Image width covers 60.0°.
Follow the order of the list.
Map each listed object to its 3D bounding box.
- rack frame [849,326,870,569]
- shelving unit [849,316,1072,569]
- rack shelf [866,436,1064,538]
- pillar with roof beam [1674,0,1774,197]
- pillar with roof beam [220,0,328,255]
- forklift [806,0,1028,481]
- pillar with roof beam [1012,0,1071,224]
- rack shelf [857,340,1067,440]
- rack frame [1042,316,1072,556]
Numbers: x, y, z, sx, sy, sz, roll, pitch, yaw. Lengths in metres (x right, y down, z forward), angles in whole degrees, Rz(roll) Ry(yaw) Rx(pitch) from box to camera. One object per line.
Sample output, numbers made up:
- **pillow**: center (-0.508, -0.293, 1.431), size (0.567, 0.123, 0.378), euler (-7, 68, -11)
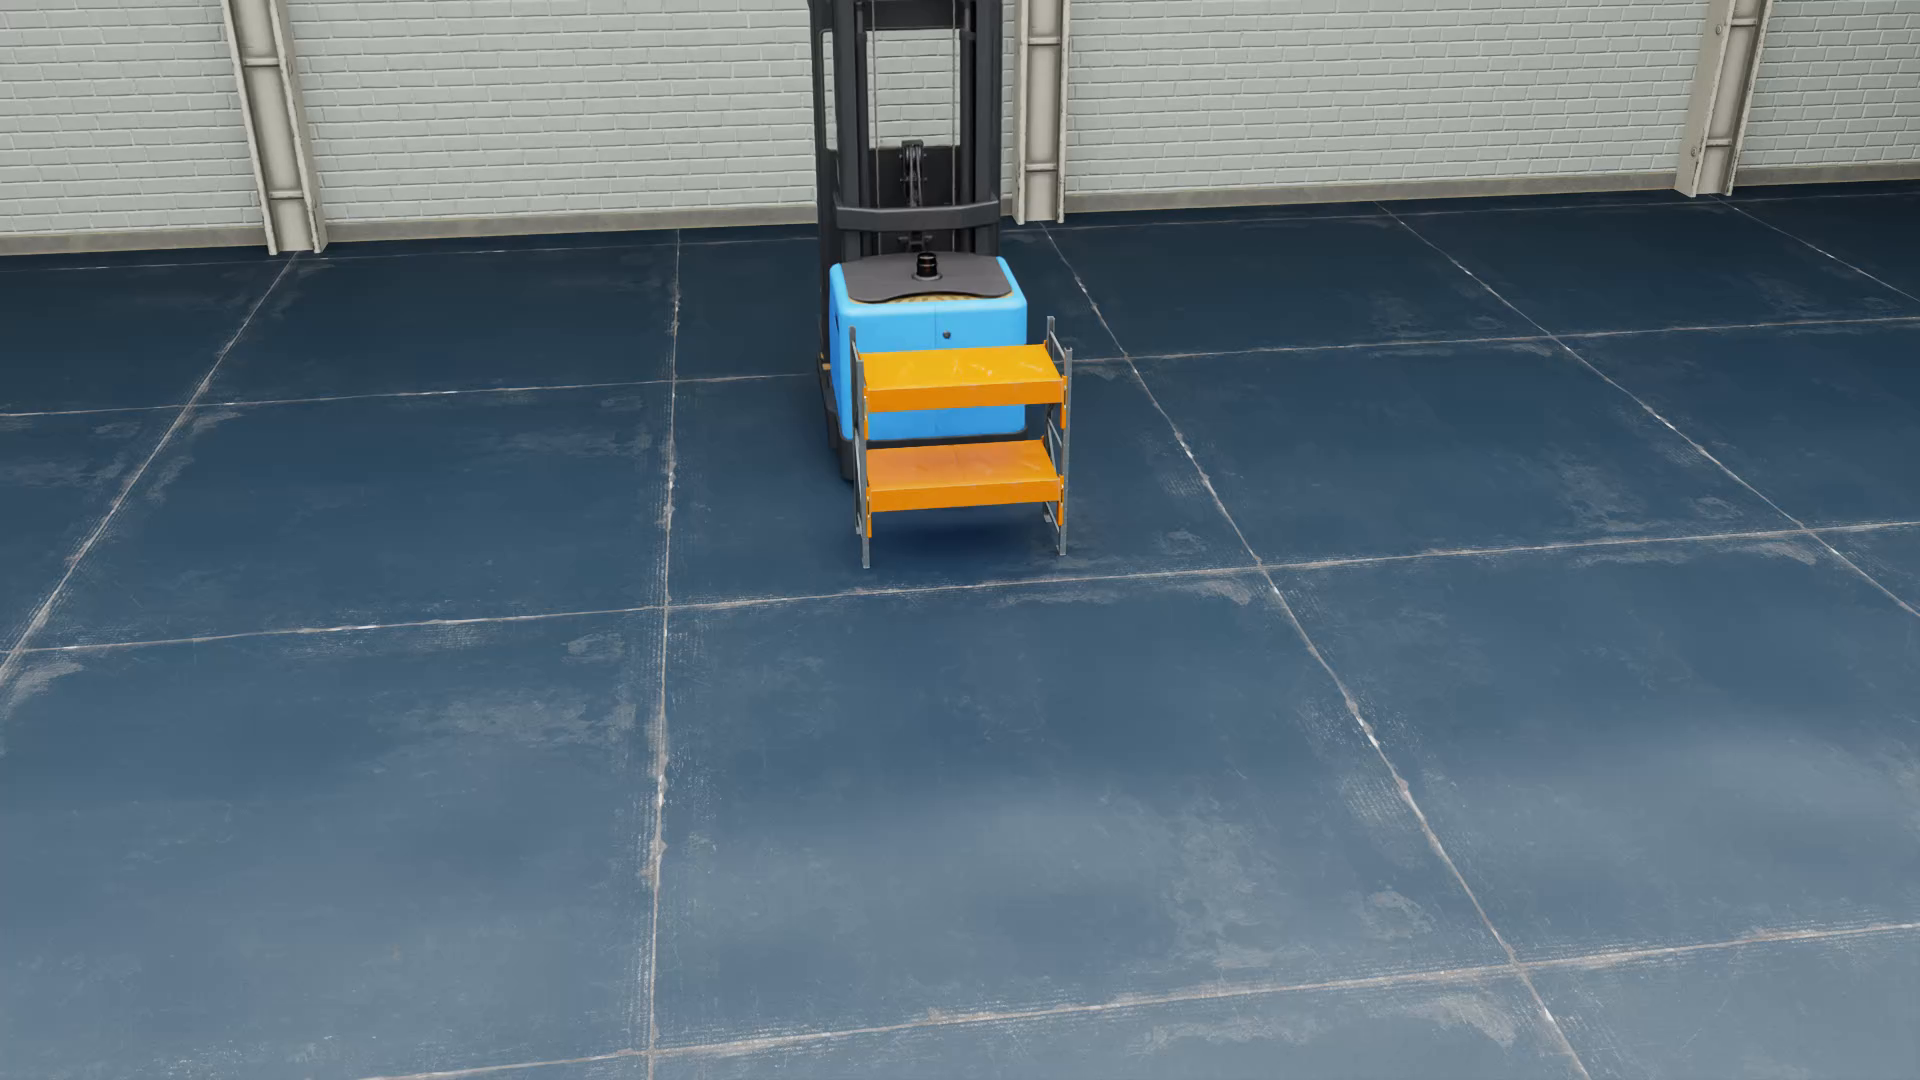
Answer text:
- **rack frame**: center (-0.510, -0.468, 8.429), size (0.032, 1.125, 0.500), euler (-4, 27, -7)
- **shelving unit**: center (-0.007, -0.500, 8.492), size (1.048, 1.125, 0.538), euler (-4, 27, -7)
- **rack shelf**: center (-0.007, -0.282, 8.604), size (1.000, 0.278, 0.538), euler (-4, 27, -7)
- **pillar with roof beam**: center (7.198, -5.157, 8.944), size (0.400, 9.000, 9.100), euler (-4, 27, -7)
- **pillar with roof beam**: center (-4.685, -4.394, 7.456), size (0.400, 9.000, 9.100), euler (-4, 27, -7)
- **forklift**: center (-0.335, -2.276, 9.975), size (1.130, 2.935, 3.031), euler (-4, 27, -7)
- **pillar with roof beam**: center (1.256, -4.776, 8.200), size (0.400, 9.000, 9.100), euler (-4, 27, -7)
- **rack shelf**: center (-0.007, -0.760, 8.359), size (1.000, 0.278, 0.538), euler (-4, 27, -7)
- **rack frame**: center (0.497, -0.532, 8.555), size (0.032, 1.125, 0.500), euler (-4, 27, -7)
